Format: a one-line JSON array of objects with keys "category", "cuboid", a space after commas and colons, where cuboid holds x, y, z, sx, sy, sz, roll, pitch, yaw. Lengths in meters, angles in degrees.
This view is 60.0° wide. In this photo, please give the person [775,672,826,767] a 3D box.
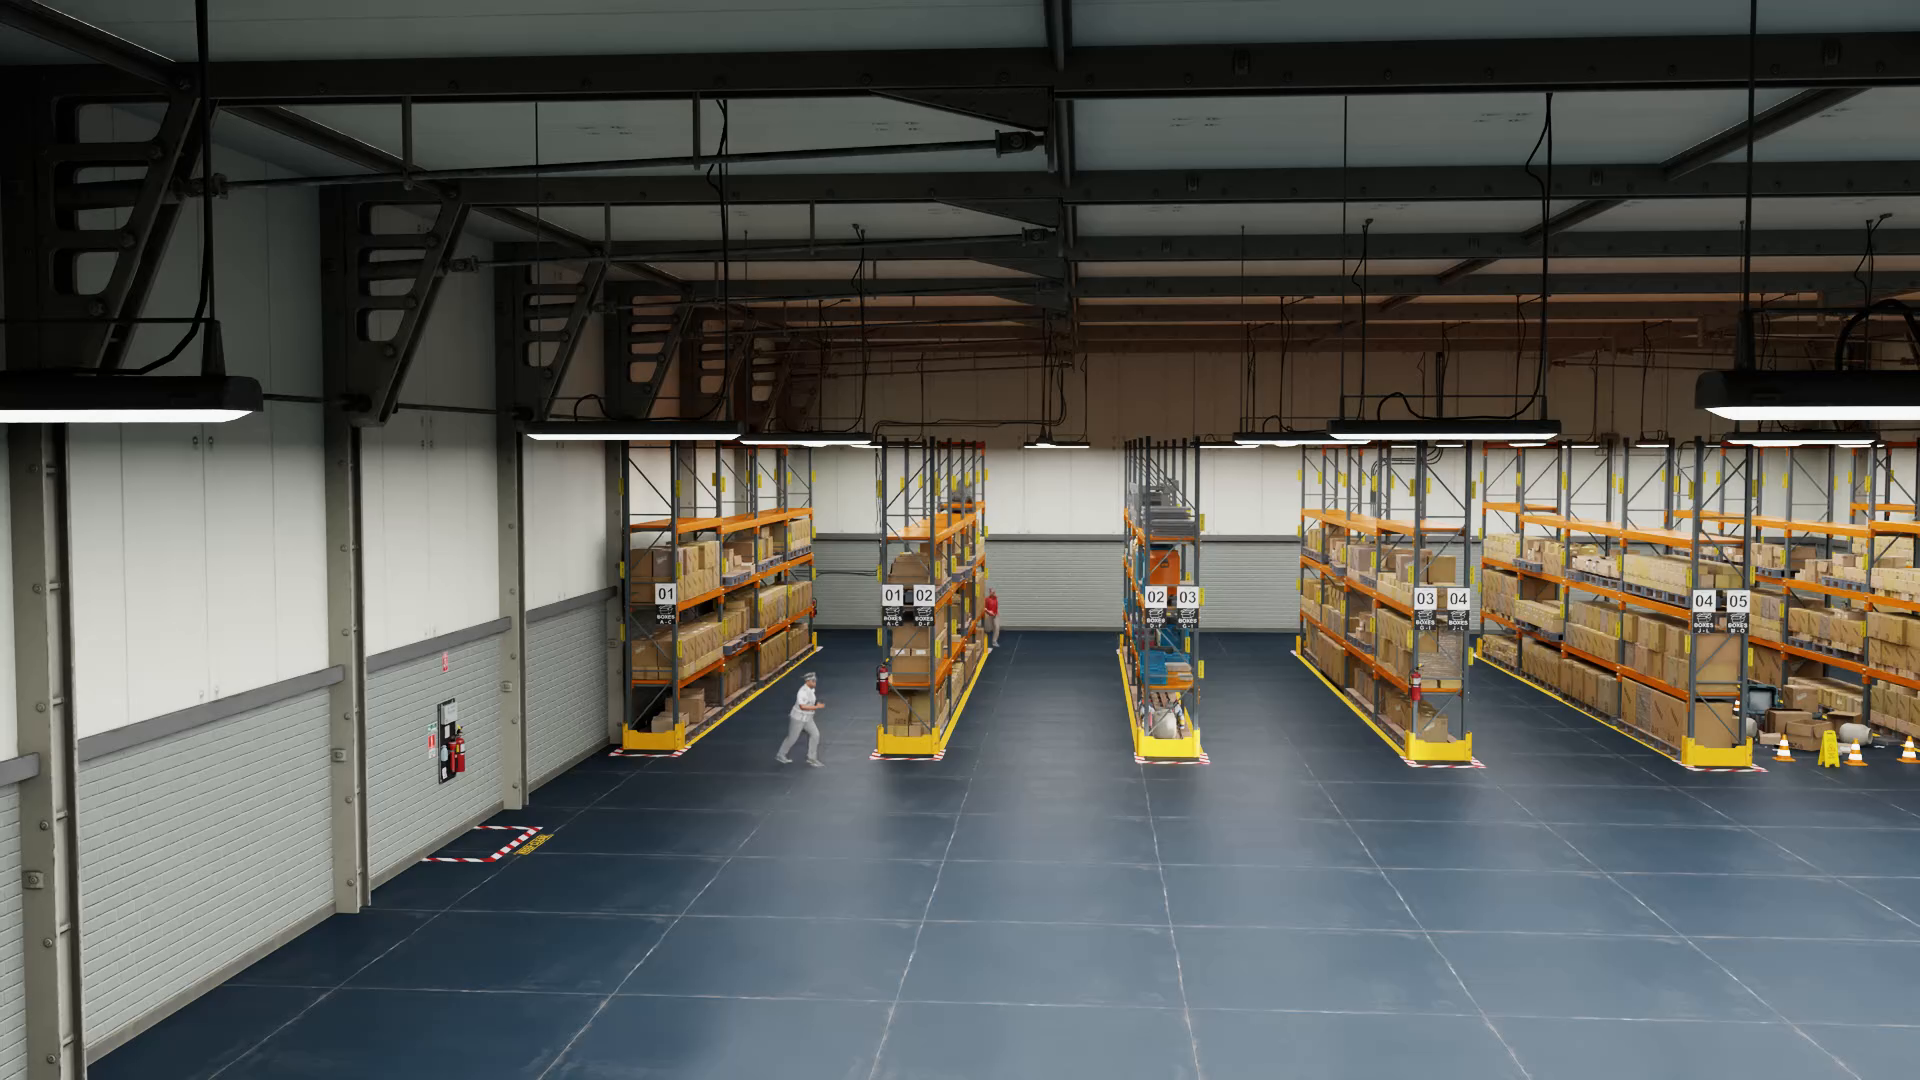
[{"category": "person", "cuboid": [-2.865, 3.255, 30.125, 1.000, 1.751, 0.666, 1, 3, 22]}]

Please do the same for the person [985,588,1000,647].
[{"category": "person", "cuboid": [0.860, 2.270, 48.930, 0.864, 1.709, 0.650, 3, 4, 45]}]

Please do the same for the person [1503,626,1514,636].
[{"category": "person", "cuboid": [15.758, 2.355, 47.316, 0.642, 1.681, 0.714, 1, 3, 24]}]
